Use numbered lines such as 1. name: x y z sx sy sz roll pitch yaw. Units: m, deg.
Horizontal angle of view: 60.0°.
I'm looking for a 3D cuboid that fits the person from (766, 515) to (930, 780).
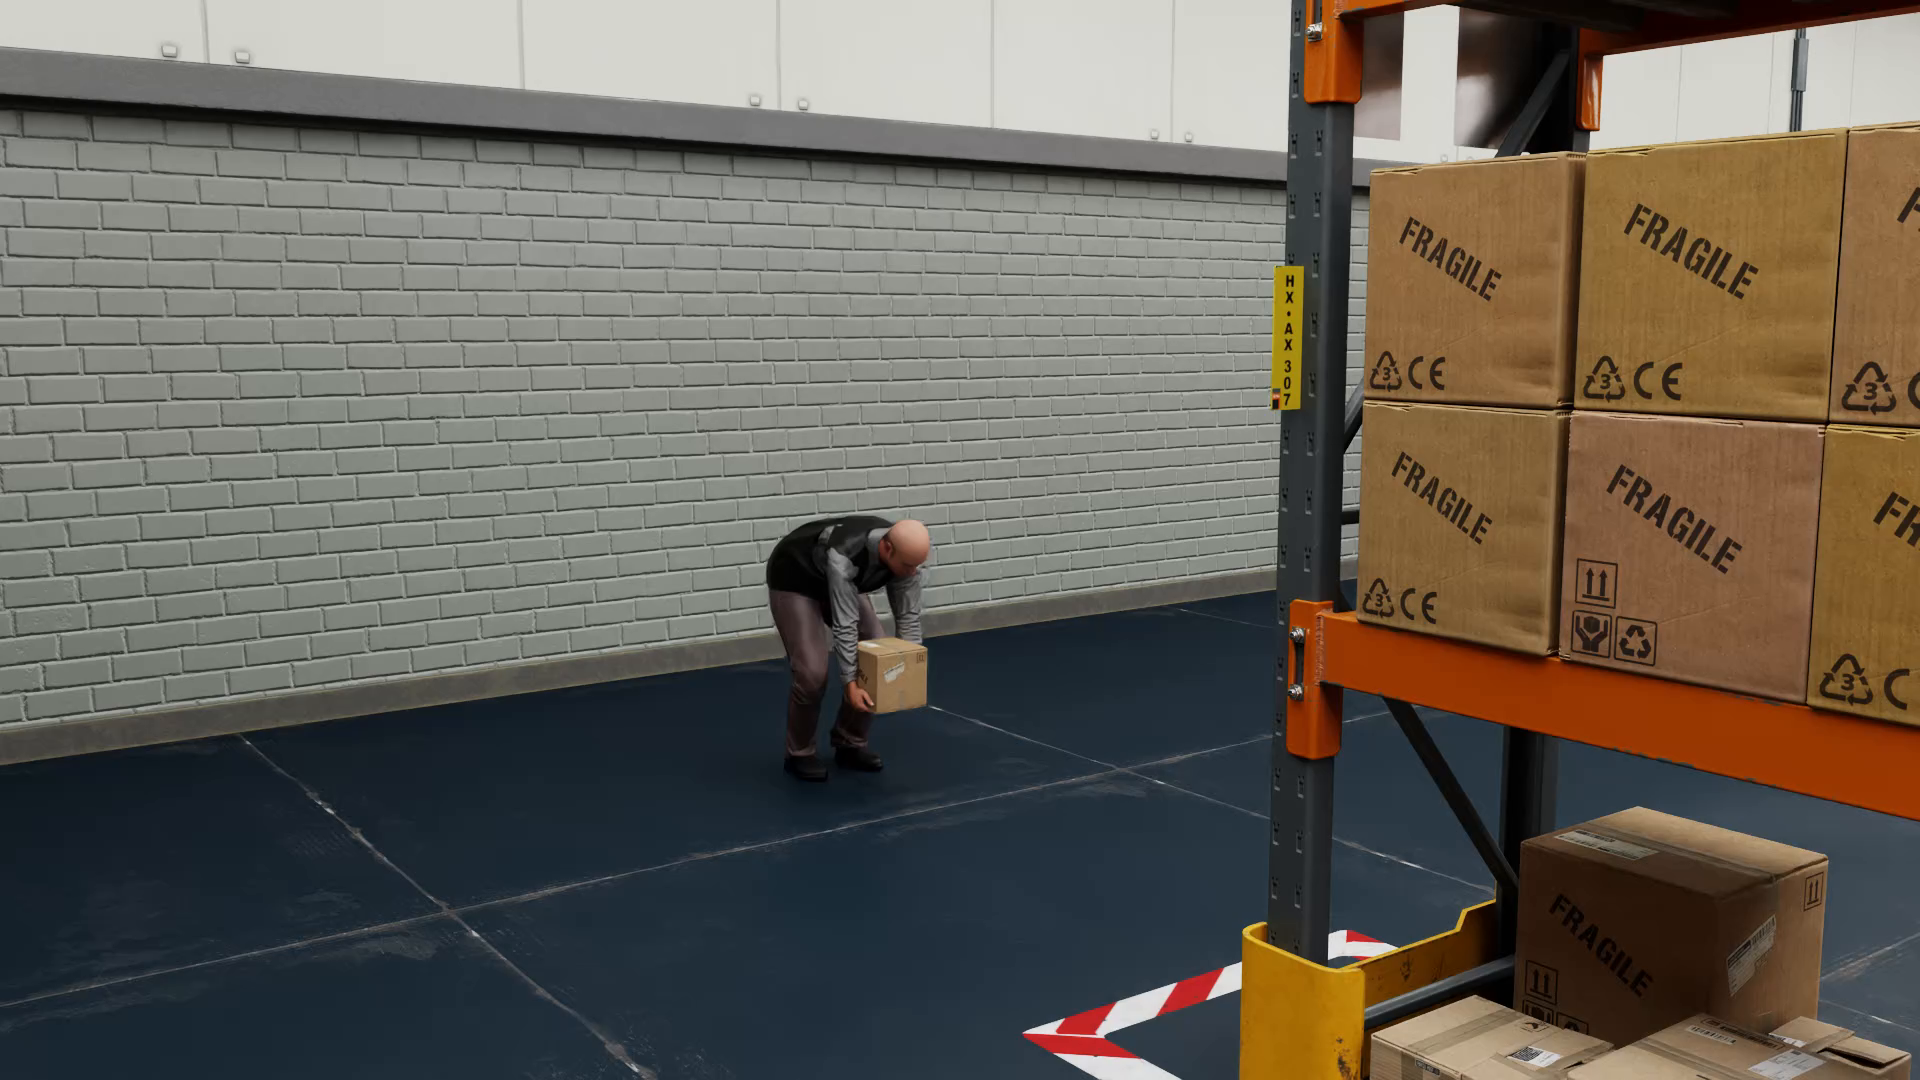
1. person: -0.440 0.458 7.096 0.484 1.164 0.915 -6 10 -38
